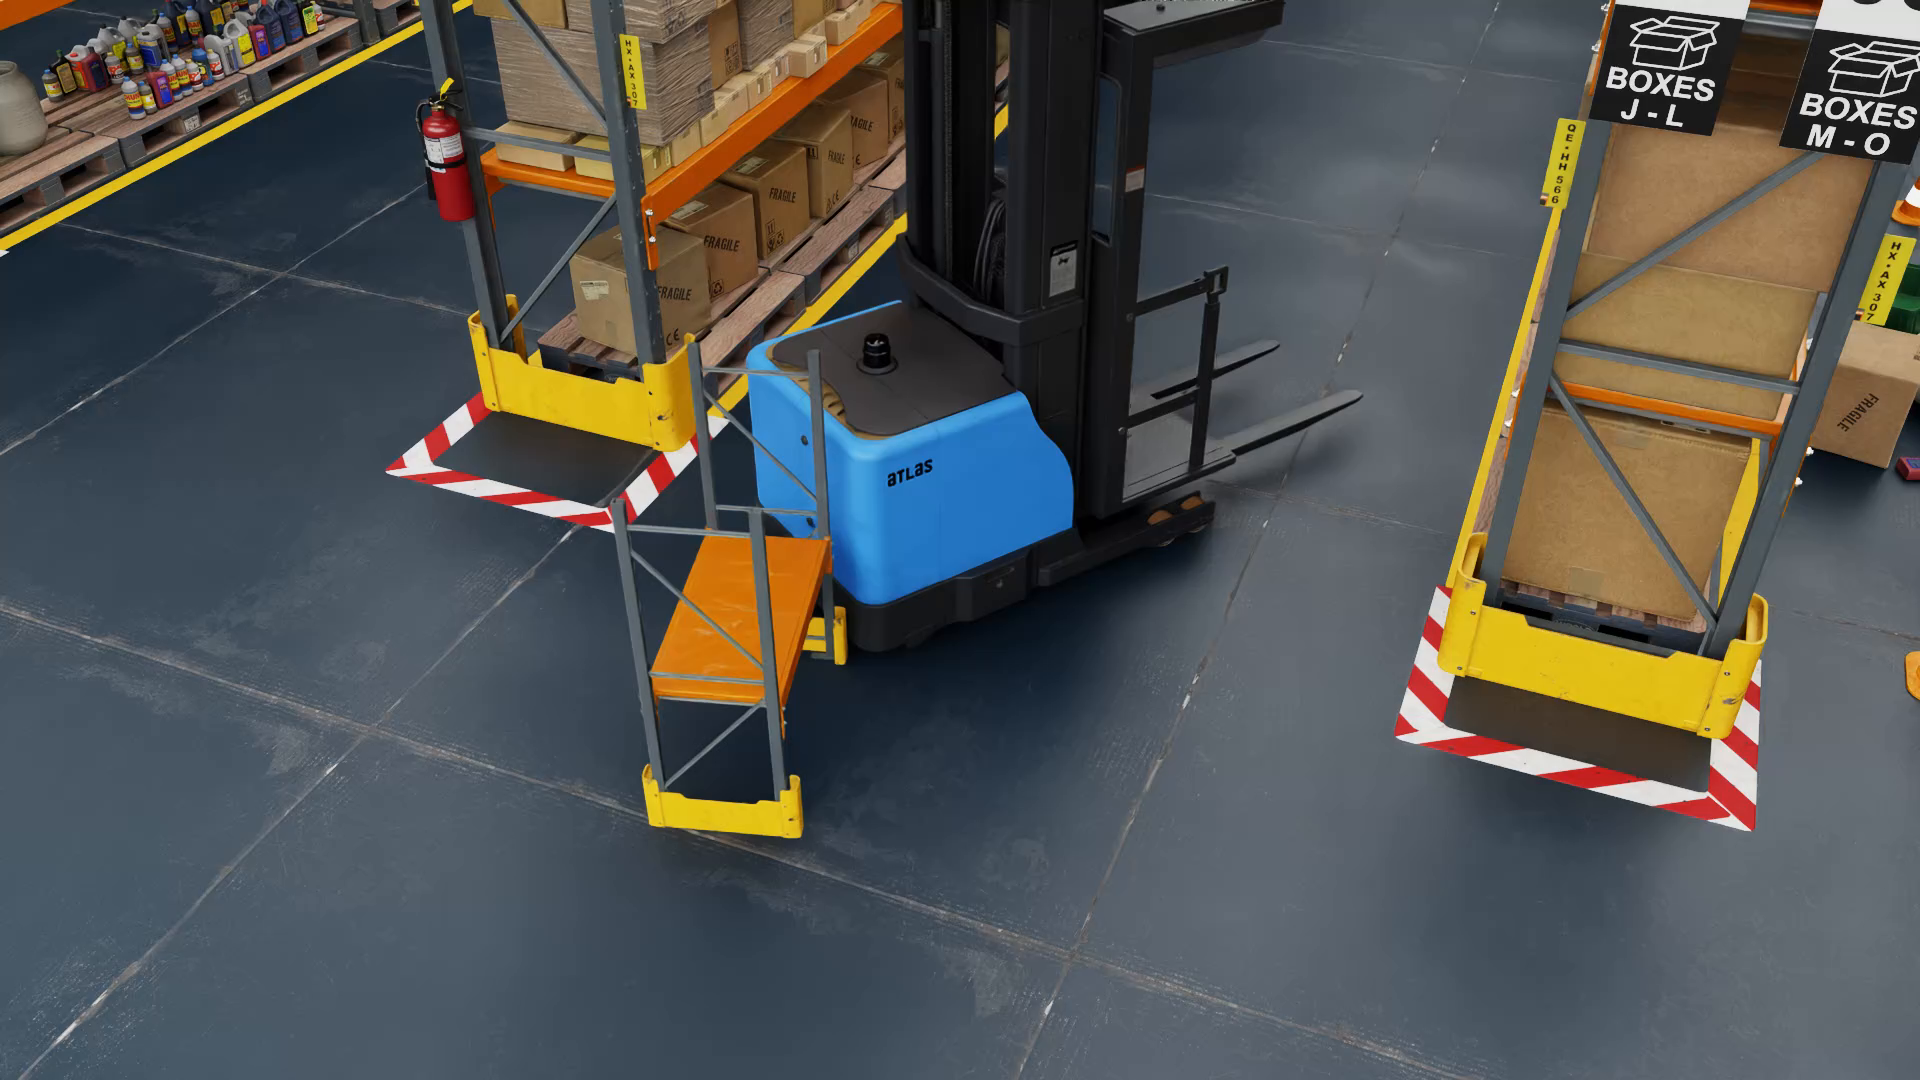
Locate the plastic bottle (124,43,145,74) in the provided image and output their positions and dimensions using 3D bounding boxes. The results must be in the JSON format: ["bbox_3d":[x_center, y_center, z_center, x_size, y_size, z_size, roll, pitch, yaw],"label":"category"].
[{"bbox_3d":[-5.855,-3.416,11.785,0.097,0.201,0.097,0,37,0],"label":"plastic bottle"}]

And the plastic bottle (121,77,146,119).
[{"bbox_3d":[-5.532,-2.961,11.117,0.097,0.271,0.097,0,37,0],"label":"plastic bottle"}]

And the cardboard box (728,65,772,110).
[{"bbox_3d":[-1.202,-2.368,8.623,0.380,0.149,0.250,14,39,18],"label":"cardboard box"}]

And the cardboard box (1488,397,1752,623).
[{"bbox_3d":[2.815,-0.338,7.121,0.875,0.875,0.875,14,39,18],"label":"cardboard box"}]

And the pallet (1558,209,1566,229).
[{"bbox_3d":[4.364,-2.173,10.480,1.003,0.211,1.213,14,39,18],"label":"pallet"}]

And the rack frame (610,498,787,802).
[{"bbox_3d":[-0.888,0.489,5.843,0.500,1.500,0.032,4,37,5],"label":"rack frame"}]

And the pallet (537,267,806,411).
[{"bbox_3d":[-1.559,-1.183,9.157,1.003,0.211,1.213,14,39,18],"label":"pallet"}]

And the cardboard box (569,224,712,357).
[{"bbox_3d":[-1.677,-1.325,8.755,0.500,0.500,0.500,21,42,26],"label":"cardboard box"}]

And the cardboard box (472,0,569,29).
[{"bbox_3d":[-1.949,-2.737,7.739,0.500,0.500,0.500,14,39,18],"label":"cardboard box"}]

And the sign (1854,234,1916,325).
[{"bbox_3d":[3.129,-0.879,5.632,0.100,0.325,0.005,14,39,18],"label":"sign"}]

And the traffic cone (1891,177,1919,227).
[{"bbox_3d":[6.047,-2.228,10.344,0.336,0.463,0.334,14,39,18],"label":"traffic cone"}]

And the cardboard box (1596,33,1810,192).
[{"bbox_3d":[2.919,-1.645,6.419,0.875,0.550,0.550,14,39,18],"label":"cardboard box"}]

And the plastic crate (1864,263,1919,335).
[{"bbox_3d":[5.286,-1.347,9.348,0.662,0.188,0.450,-25,33,-29],"label":"plastic crate"}]

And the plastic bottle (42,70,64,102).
[{"bbox_3d":[-6.217,-3.117,11.384,0.097,0.201,0.097,0,37,0],"label":"plastic bottle"}]

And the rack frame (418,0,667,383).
[{"bbox_3d":[-1.930,-1.816,7.675,1.000,3.000,0.127,14,39,18],"label":"rack frame"}]

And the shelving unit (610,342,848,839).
[{"bbox_3d":[-0.829,0.181,6.255,0.587,1.500,1.083,4,37,5],"label":"shelving unit"}]

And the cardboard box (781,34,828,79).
[{"bbox_3d":[-0.941,-2.628,8.970,0.380,0.149,0.250,14,39,18],"label":"cardboard box"}]

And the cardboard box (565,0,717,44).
[{"bbox_3d":[-1.469,-2.619,7.581,0.500,0.500,0.500,14,39,18],"label":"cardboard box"}]

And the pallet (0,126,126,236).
[{"bbox_3d":[-6.211,-2.329,10.690,1.003,0.211,1.213,14,39,18],"label":"pallet"}]

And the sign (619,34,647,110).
[{"bbox_3d":[-1.428,-2.040,7.250,0.100,0.325,0.005,14,39,18],"label":"sign"}]

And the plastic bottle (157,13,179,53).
[{"bbox_3d":[-5.772,-3.696,12.101,0.097,0.271,0.097,0,37,0],"label":"plastic bottle"}]

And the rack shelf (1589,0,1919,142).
[{"bbox_3d":[3.379,-2.651,6.887,1.077,0.370,4.000,14,39,18],"label":"rack shelf"}]

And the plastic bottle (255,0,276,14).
[{"bbox_3d":[-5.100,-3.885,12.288,0.144,0.351,0.185,14,39,18],"label":"plastic bottle"}]

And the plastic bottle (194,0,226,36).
[{"bbox_3d":[-5.546,-3.889,12.293,0.144,0.351,0.185,14,39,18],"label":"plastic bottle"}]

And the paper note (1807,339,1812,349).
[{"bbox_3d":[4.722,-1.078,9.166,0.147,0.020,0.142,-11,38,-14],"label":"paper note"}]

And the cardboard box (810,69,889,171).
[{"bbox_3d":[-0.808,-2.667,10.550,0.500,0.500,0.500,27,45,32],"label":"cardboard box"}]

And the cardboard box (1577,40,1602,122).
[{"bbox_3d":[4.293,-2.477,10.086,1.050,0.750,0.750,14,39,18],"label":"cardboard box"}]

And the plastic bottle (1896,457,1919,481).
[{"bbox_3d":[4.771,-0.347,8.163,0.283,0.061,0.133,1,37,2],"label":"plastic bottle"}]

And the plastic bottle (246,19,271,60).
[{"bbox_3d":[-5.063,-3.619,11.988,0.061,0.283,0.133,16,40,21],"label":"plastic bottle"}]

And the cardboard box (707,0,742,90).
[{"bbox_3d":[-1.616,-2.578,8.362,0.875,0.500,0.500,14,39,18],"label":"cardboard box"}]

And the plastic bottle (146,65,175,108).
[{"bbox_3d":[-5.429,-3.087,11.276,0.061,0.283,0.133,14,39,18],"label":"plastic bottle"}]

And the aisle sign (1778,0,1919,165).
[{"bbox_3d":[2.869,-1.564,5.166,0.394,0.787,0.004,14,39,18],"label":"aisle sign"}]

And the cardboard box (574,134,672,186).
[{"bbox_3d":[-1.601,-1.819,7.888,0.380,0.149,0.250,14,39,18],"label":"cardboard box"}]

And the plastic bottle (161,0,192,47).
[{"bbox_3d":[-5.751,-3.818,12.197,0.144,0.351,0.185,12,38,16],"label":"plastic bottle"}]

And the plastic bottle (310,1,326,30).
[{"bbox_3d":[-4.838,-3.943,12.489,0.097,0.201,0.097,0,37,0],"label":"plastic bottle"}]

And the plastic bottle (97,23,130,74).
[{"bbox_3d":[-5.984,-3.479,11.745,0.144,0.351,0.185,15,39,20],"label":"plastic bottle"}]

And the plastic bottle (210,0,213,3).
[{"bbox_3d":[-5.613,-3.983,12.481,0.152,0.276,0.135,15,39,19],"label":"plastic bottle"}]

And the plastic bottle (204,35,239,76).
[{"bbox_3d":[-5.228,-3.448,11.765,0.152,0.276,0.135,15,39,19],"label":"plastic bottle"}]

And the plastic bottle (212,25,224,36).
[{"bbox_3d":[-5.267,-3.549,11.895,0.061,0.283,0.133,14,39,18],"label":"plastic bottle"}]

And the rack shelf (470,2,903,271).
[{"bbox_3d":[-1.169,-2.636,9.372,1.077,0.370,4.000,14,39,18],"label":"rack shelf"}]

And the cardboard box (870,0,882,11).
[{"bbox_3d":[-0.682,-3.211,9.751,0.380,0.149,0.250,14,39,18],"label":"cardboard box"}]

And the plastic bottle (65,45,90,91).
[{"bbox_3d":[-6.096,-3.280,11.540,0.152,0.276,0.135,14,39,18],"label":"plastic bottle"}]

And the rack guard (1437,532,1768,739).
[{"bbox_3d":[2.609,0.384,6.819,1.175,0.500,0.348,14,39,18],"label":"rack guard"}]

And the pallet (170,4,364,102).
[{"bbox_3d":[-5.283,-3.680,12.497,1.003,0.211,1.213,14,39,18],"label":"pallet"}]

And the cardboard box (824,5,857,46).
[{"bbox_3d":[-0.802,-2.917,9.357,0.380,0.149,0.250,14,39,18],"label":"cardboard box"}]

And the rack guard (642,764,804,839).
[{"bbox_3d":[-0.886,0.978,6.233,0.587,0.250,0.087,4,37,5],"label":"rack guard"}]

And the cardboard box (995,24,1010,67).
[{"bbox_3d":[0.044,-3.801,12.050,0.700,0.500,0.500,14,39,17],"label":"cardboard box"}]

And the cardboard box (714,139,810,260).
[{"bbox_3d":[-1.225,-2.006,9.666,0.500,0.500,0.500,18,40,22],"label":"cardboard box"}]

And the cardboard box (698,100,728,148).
[{"bbox_3d":[-1.379,-2.088,8.248,0.380,0.149,0.250,14,39,18],"label":"cardboard box"}]

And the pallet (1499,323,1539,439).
[{"bbox_3d":[3.316,-0.647,8.440,1.003,0.211,1.213,14,39,18],"label":"pallet"}]

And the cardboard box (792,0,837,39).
[{"bbox_3d":[-1.185,-3.119,9.086,0.875,0.500,0.500,14,39,18],"label":"cardboard box"}]

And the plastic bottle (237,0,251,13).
[{"bbox_3d":[-5.515,-4.166,12.730,0.097,0.271,0.097,0,37,0],"label":"plastic bottle"}]

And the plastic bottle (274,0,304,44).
[{"bbox_3d":[-4.967,-3.852,12.244,0.144,0.351,0.185,13,39,17],"label":"plastic bottle"}]

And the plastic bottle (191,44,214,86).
[{"bbox_3d":[-5.287,-3.318,11.595,0.097,0.271,0.097,0,37,0],"label":"plastic bottle"}]

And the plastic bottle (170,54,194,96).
[{"bbox_3d":[-5.364,-3.206,11.445,0.097,0.271,0.097,0,37,0],"label":"plastic bottle"}]

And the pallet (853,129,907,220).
[{"bbox_3d":[-0.631,-2.534,10.964,1.003,0.211,1.213,14,39,18],"label":"pallet"}]

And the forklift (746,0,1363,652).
[{"bbox_3d":[0.585,-1.386,7.156,3.031,2.935,1.130,-22,42,-27],"label":"forklift"}]

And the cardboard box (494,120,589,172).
[{"bbox_3d":[-2.012,-1.921,8.024,0.380,0.149,0.250,14,39,18],"label":"cardboard box"}]
